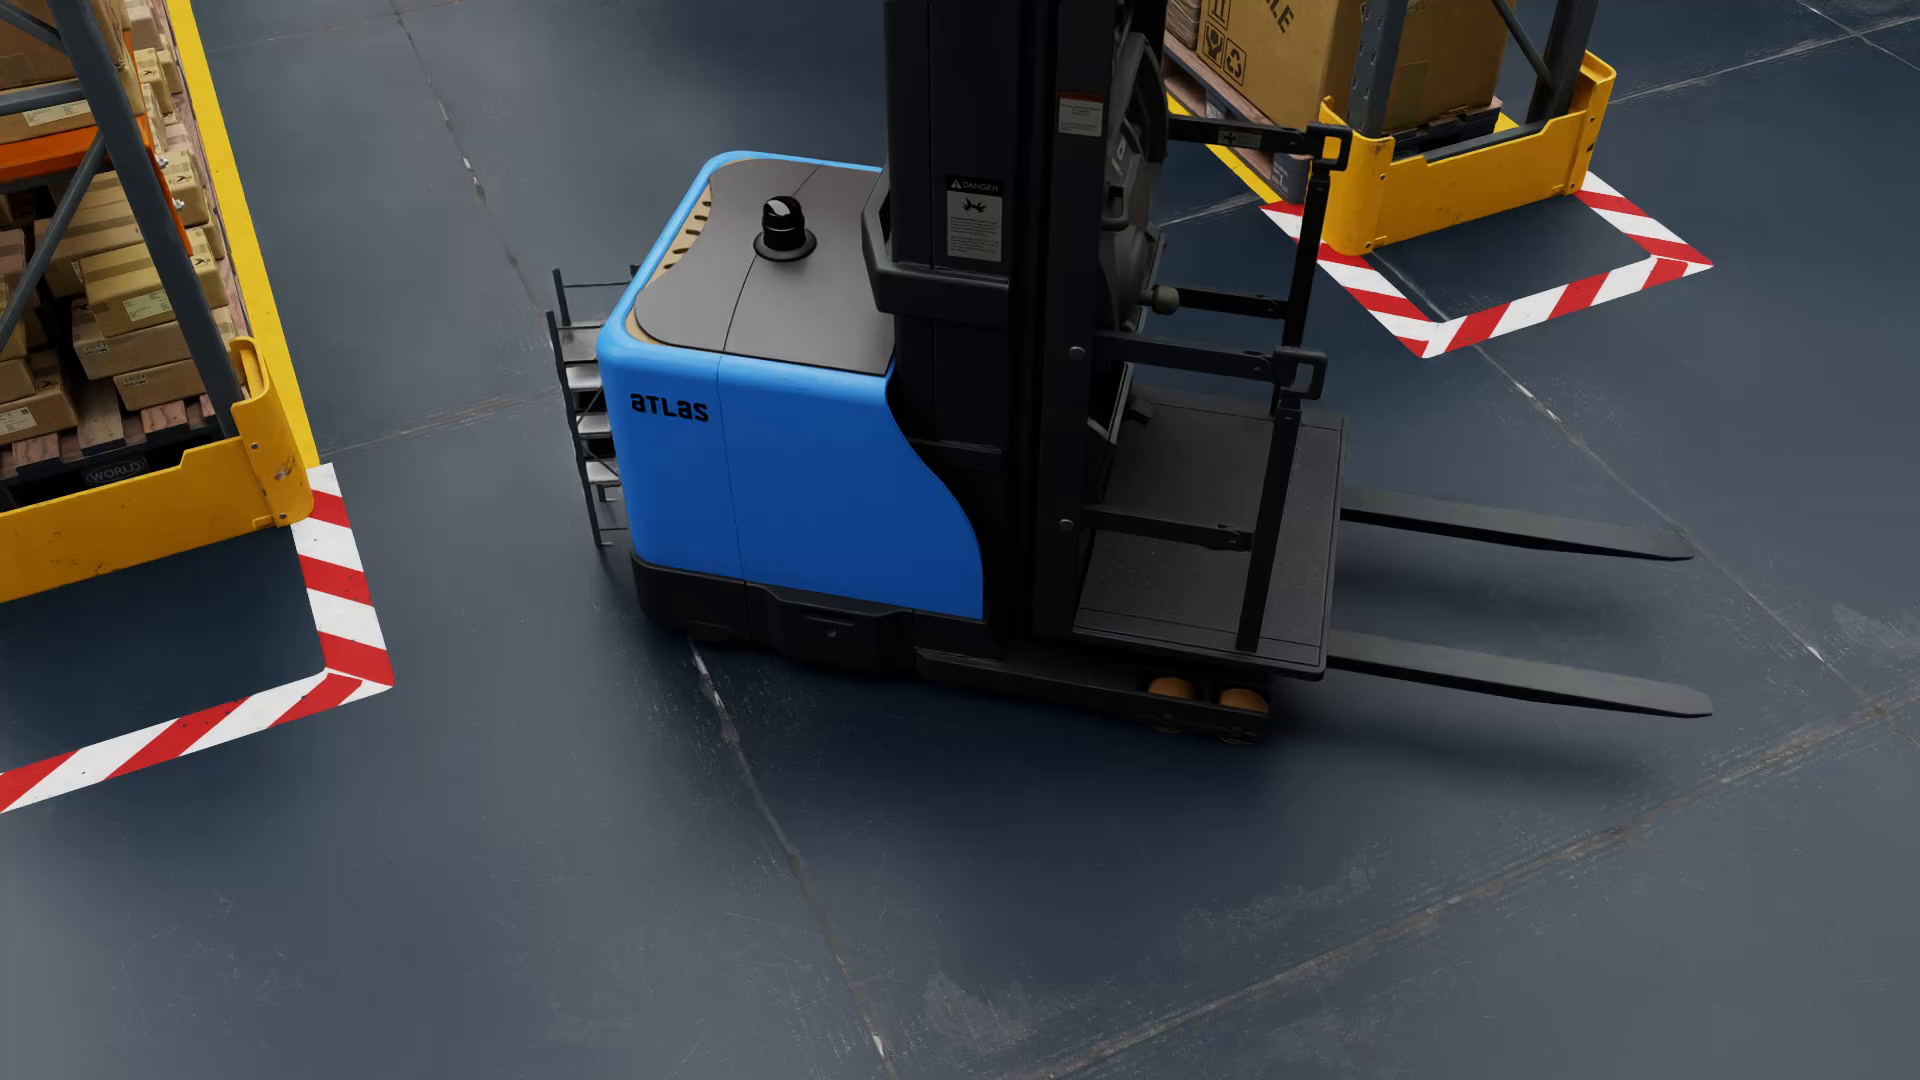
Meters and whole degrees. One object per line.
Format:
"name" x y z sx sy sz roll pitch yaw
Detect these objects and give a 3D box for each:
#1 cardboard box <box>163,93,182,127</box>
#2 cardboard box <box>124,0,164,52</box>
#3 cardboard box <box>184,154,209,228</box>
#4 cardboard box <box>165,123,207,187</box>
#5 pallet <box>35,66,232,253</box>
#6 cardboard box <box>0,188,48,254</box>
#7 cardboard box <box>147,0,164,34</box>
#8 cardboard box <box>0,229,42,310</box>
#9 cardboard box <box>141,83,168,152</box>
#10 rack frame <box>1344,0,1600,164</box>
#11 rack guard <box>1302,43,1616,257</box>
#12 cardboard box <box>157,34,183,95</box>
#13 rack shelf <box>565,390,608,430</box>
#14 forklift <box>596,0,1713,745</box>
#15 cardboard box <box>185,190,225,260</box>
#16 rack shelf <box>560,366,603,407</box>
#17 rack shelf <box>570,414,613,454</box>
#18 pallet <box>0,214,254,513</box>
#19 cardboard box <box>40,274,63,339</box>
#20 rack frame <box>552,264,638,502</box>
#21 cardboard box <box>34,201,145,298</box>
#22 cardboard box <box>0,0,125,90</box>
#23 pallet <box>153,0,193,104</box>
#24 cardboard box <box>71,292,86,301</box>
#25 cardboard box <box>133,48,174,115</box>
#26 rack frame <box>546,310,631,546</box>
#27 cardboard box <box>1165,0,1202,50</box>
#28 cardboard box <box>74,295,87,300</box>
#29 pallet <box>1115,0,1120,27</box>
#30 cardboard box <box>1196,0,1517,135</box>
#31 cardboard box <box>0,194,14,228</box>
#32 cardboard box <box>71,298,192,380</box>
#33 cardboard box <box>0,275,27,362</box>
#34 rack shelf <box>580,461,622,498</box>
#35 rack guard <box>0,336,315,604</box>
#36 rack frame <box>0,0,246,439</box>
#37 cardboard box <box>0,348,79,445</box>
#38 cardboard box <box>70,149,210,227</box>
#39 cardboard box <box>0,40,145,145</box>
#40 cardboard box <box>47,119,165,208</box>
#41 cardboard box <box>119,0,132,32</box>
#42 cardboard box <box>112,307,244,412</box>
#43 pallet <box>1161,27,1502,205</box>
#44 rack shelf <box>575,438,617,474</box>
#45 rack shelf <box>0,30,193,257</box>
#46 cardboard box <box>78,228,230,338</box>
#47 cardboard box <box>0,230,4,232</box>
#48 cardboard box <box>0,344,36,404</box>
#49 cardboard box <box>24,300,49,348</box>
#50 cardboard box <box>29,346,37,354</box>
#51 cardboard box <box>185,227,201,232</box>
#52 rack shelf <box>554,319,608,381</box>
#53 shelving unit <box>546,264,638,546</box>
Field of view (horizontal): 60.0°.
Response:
"cardboard box" -3.221 -1.577 6.443 0.380 0.149 0.250 -18 47 -17
"cardboard box" -3.310 -1.968 6.416 0.380 0.149 0.250 -20 48 -19
"cardboard box" -2.873 -1.198 5.848 0.380 0.149 0.250 -17 47 -16
"cardboard box" -3.081 -1.408 6.272 0.380 0.149 0.250 -20 48 -19
"pallet" -3.479 -1.392 6.510 1.003 0.211 1.213 -18 47 -17
"cardboard box" -3.349 -1.057 5.704 0.380 0.149 0.250 -19 48 -18
"cardboard box" -3.634 -2.226 7.102 0.380 0.149 0.250 -20 48 -19
"cardboard box" -3.135 -0.818 5.250 0.380 0.149 0.250 -17 47 -17
"cardboard box" -3.043 -1.464 5.905 0.380 0.149 0.250 -16 47 -16
"rack frame" 1.914 -2.432 5.579 1.000 3.000 0.127 -18 47 -17
"rack guard" 1.924 -1.527 6.442 1.175 0.500 0.348 -18 47 -17
"cardboard box" -3.401 -1.906 6.777 0.380 0.149 0.250 -18 47 -17
"rack shelf" -1.037 -0.427 4.960 0.258 0.077 0.200 -4 44 -4
"forklift" 0.617 -0.881 4.056 3.031 2.935 1.130 9 45 9
"cardboard box" -2.862 -1.089 5.949 0.380 0.149 0.250 -17 47 -17
"rack shelf" -1.037 -0.492 4.897 0.258 0.077 0.200 -4 44 -4
"rack shelf" -1.037 -0.362 5.022 0.258 0.077 0.200 -4 44 -4
"pallet" -2.970 -0.616 5.724 1.003 0.211 1.213 -18 47 -17
"cardboard box" -3.272 -0.768 5.623 0.380 0.149 0.250 -18 47 -18
"rack frame" -1.046 -0.457 5.072 0.240 0.900 0.006 -4 44 -4
"cardboard box" -2.766 -0.952 5.387 0.380 0.149 0.250 -17 47 -17
"cardboard box" -2.567 -1.541 4.393 0.500 0.500 0.500 -16 47 -16
"pallet" -3.996 -2.170 7.299 1.003 0.211 1.213 -18 47 -17
"cardboard box" -2.854 -0.894 5.751 0.380 0.149 0.250 -18 47 -17
"cardboard box" -3.112 -1.645 6.089 0.380 0.149 0.250 -17 47 -17
"rack frame" -1.028 -0.316 4.926 0.240 0.900 0.006 -4 44 -4
"cardboard box" 1.190 -2.789 7.155 0.875 0.875 0.875 -18 47 -17
"cardboard box" -2.743 -0.737 5.592 0.380 0.149 0.250 -18 47 -18
"pallet" 0.998 -2.702 7.838 1.003 0.211 1.213 -18 47 -17
"cardboard box" 1.572 -2.209 6.567 0.875 0.875 0.875 -18 47 -17
"cardboard box" -3.410 -1.129 5.566 0.380 0.149 0.250 -20 48 -19
"cardboard box" -2.616 -0.682 5.324 0.380 0.149 0.250 -16 47 -16
"cardboard box" -3.081 -0.641 5.071 0.380 0.149 0.250 -18 47 -17
"rack shelf" -1.036 -0.233 5.147 0.258 0.077 0.200 -4 44 -4
"rack guard" -2.661 -0.190 5.087 1.175 0.500 0.348 -18 47 -17
"rack frame" -2.629 -1.032 4.160 1.000 3.000 0.127 -18 47 -17
"cardboard box" -3.039 -0.440 5.291 0.380 0.149 0.250 -17 47 -17
"cardboard box" -2.756 -1.151 5.588 0.380 0.149 0.250 -18 47 -18
"cardboard box" -2.468 -1.245 4.555 0.380 0.149 0.250 -18 48 -18
"cardboard box" -2.935 -1.284 5.723 0.380 0.149 0.250 -20 48 -19
"cardboard box" -2.677 -1.583 4.897 0.380 0.149 0.250 -19 48 -19
"cardboard box" -2.559 -0.595 5.448 0.380 0.149 0.250 -17 47 -17
"pallet" 1.507 -1.926 7.051 1.003 0.211 1.213 -18 47 -17
"rack shelf" -1.036 -0.298 5.085 0.258 0.077 0.200 -4 44 -4
"rack shelf" -3.470 -2.050 5.704 1.077 0.370 4.000 -18 47 -17
"cardboard box" -2.541 -0.812 5.245 0.380 0.149 0.250 -20 48 -19
"cardboard box" -3.330 -0.855 5.500 0.380 0.149 0.250 -20 48 -19
"cardboard box" -3.110 -0.524 5.165 0.380 0.149 0.250 -19 48 -18
"cardboard box" -3.171 -0.707 5.350 0.380 0.149 0.250 -19 48 -18
"cardboard box" -3.239 -0.574 5.427 0.380 0.149 0.250 -17 47 -16
"cardboard box" -2.680 -0.873 5.518 0.380 0.149 0.250 -18 47 -18
"rack shelf" -1.037 -0.557 4.835 0.258 0.077 0.200 -4 44 -4
"shelving unit" -1.037 -0.386 4.999 0.258 0.900 0.210 -4 44 -4
